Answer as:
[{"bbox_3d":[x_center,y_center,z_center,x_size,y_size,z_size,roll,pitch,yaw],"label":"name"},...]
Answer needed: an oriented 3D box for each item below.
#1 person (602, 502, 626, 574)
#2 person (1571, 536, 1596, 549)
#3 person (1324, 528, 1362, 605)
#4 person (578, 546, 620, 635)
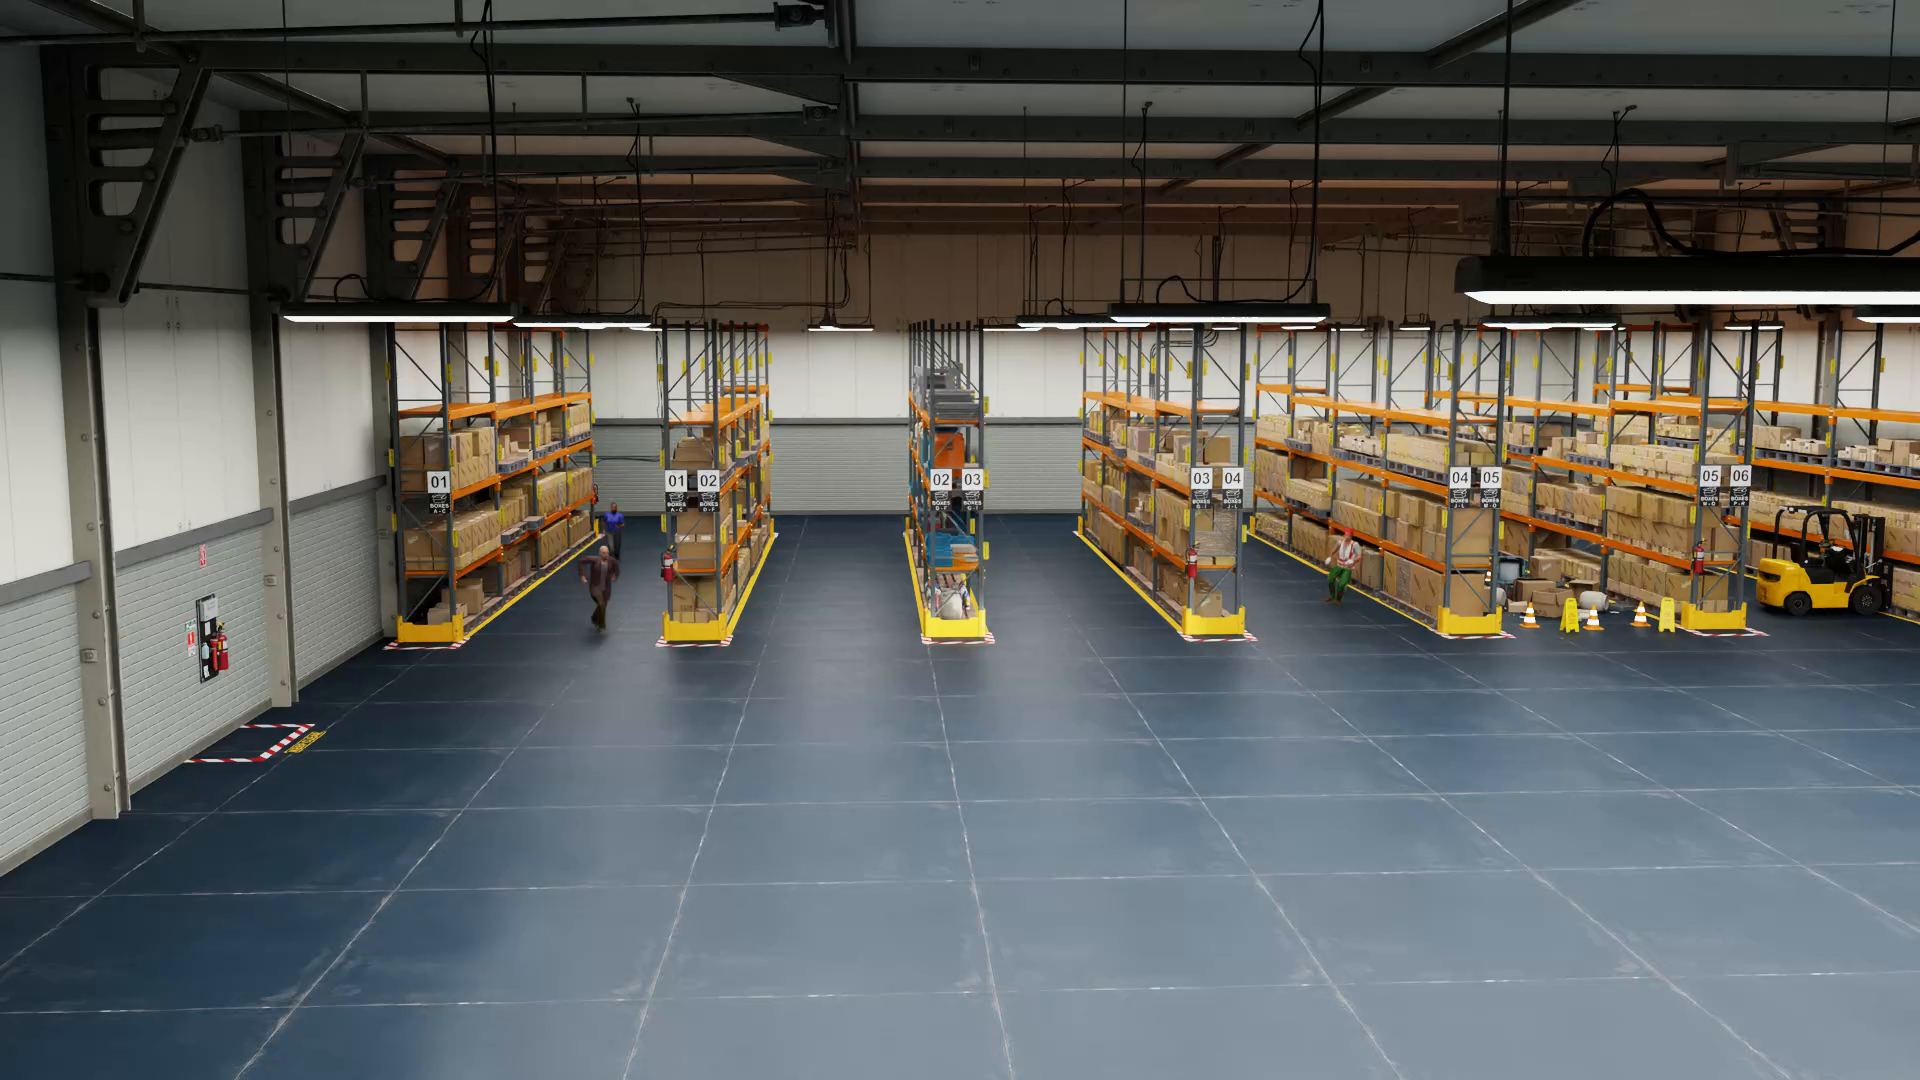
[{"bbox_3d":[-8.369,-0.061,40.219,0.553,1.716,0.833,-2,7,-15],"label":"person"},{"bbox_3d":[16.537,-0.592,44.250,0.663,1.749,1.002,-3,7,-20],"label":"person"},{"bbox_3d":[8.037,0.565,35.093,0.871,1.677,0.616,5,8,33],"label":"person"},{"bbox_3d":[-6.934,0.976,31.962,0.750,1.796,1.034,-4,8,-30],"label":"person"}]
